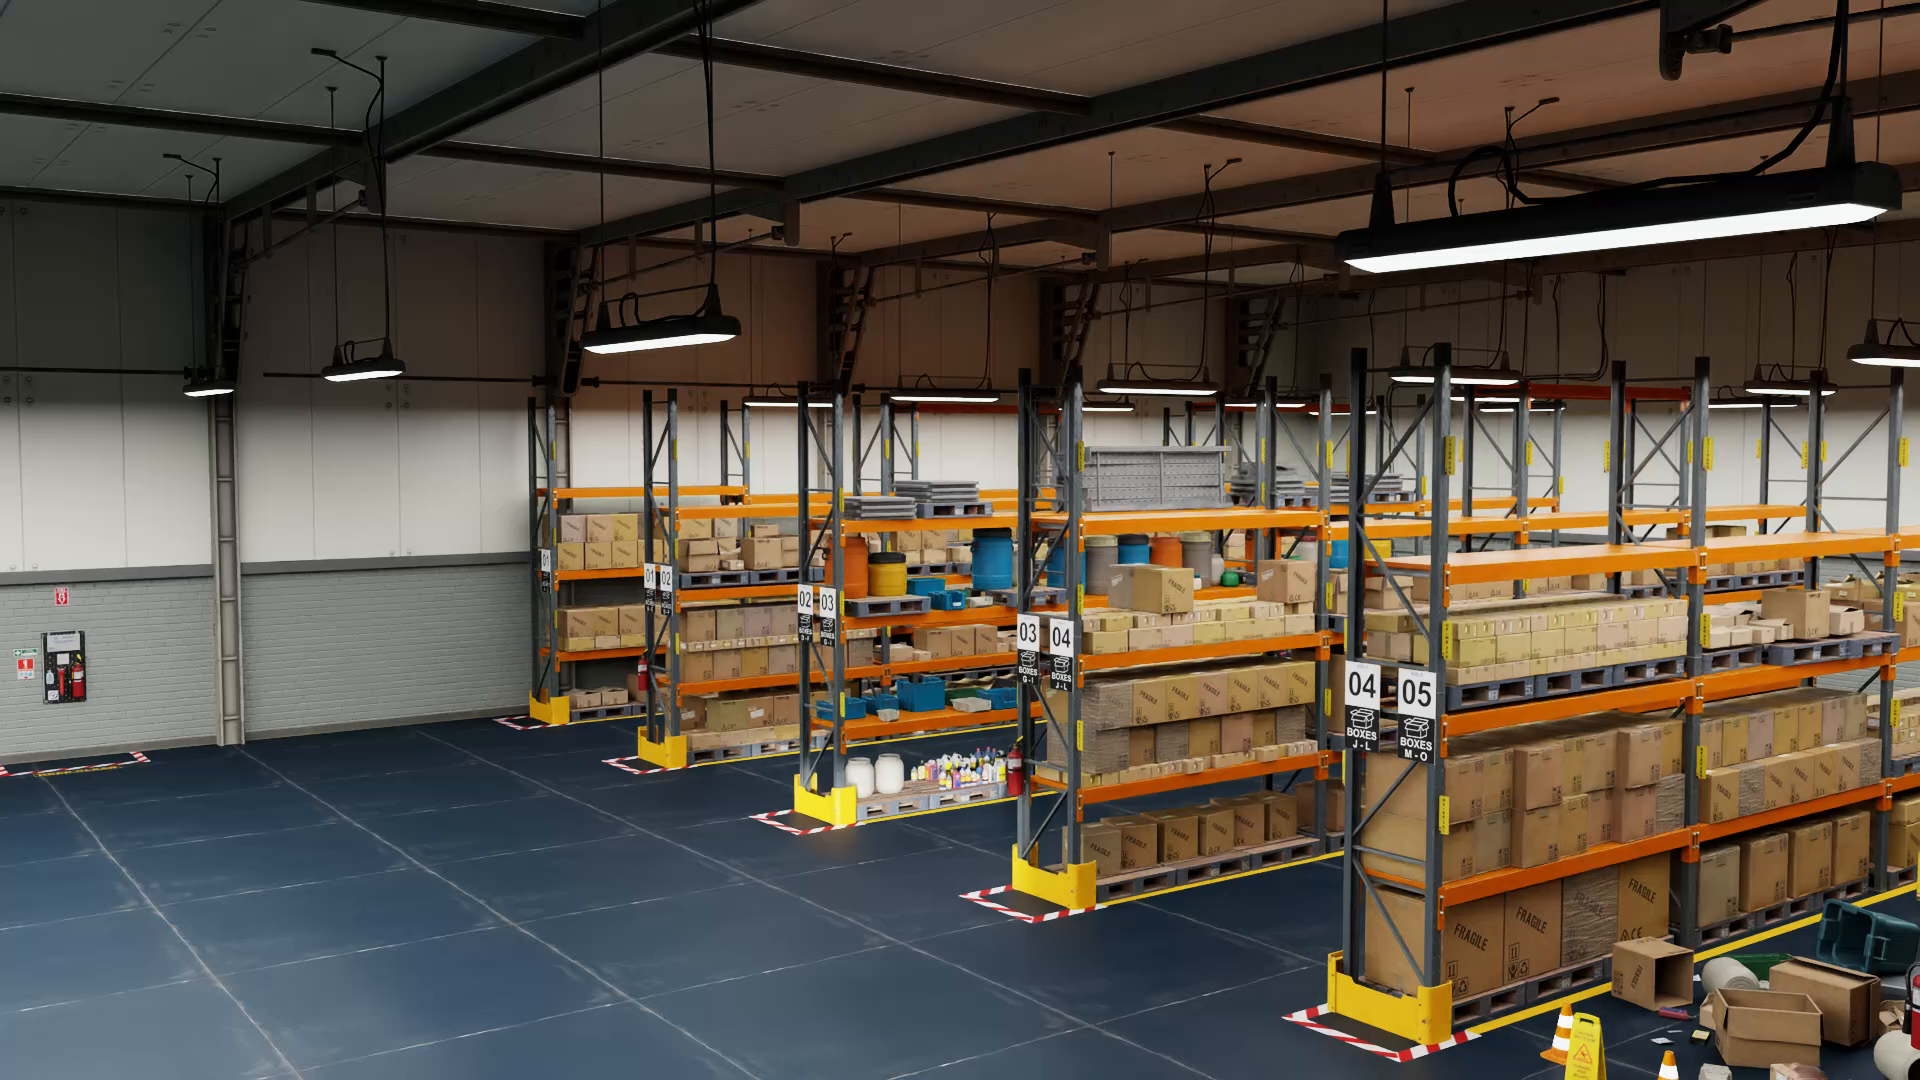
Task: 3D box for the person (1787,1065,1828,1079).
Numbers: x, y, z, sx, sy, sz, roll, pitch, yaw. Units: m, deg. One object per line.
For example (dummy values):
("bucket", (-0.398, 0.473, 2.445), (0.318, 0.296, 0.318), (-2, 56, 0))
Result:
("person", (4.721, 3.751, 9.281), (1.071, 1.665, 0.625), (0, 3, 3))
